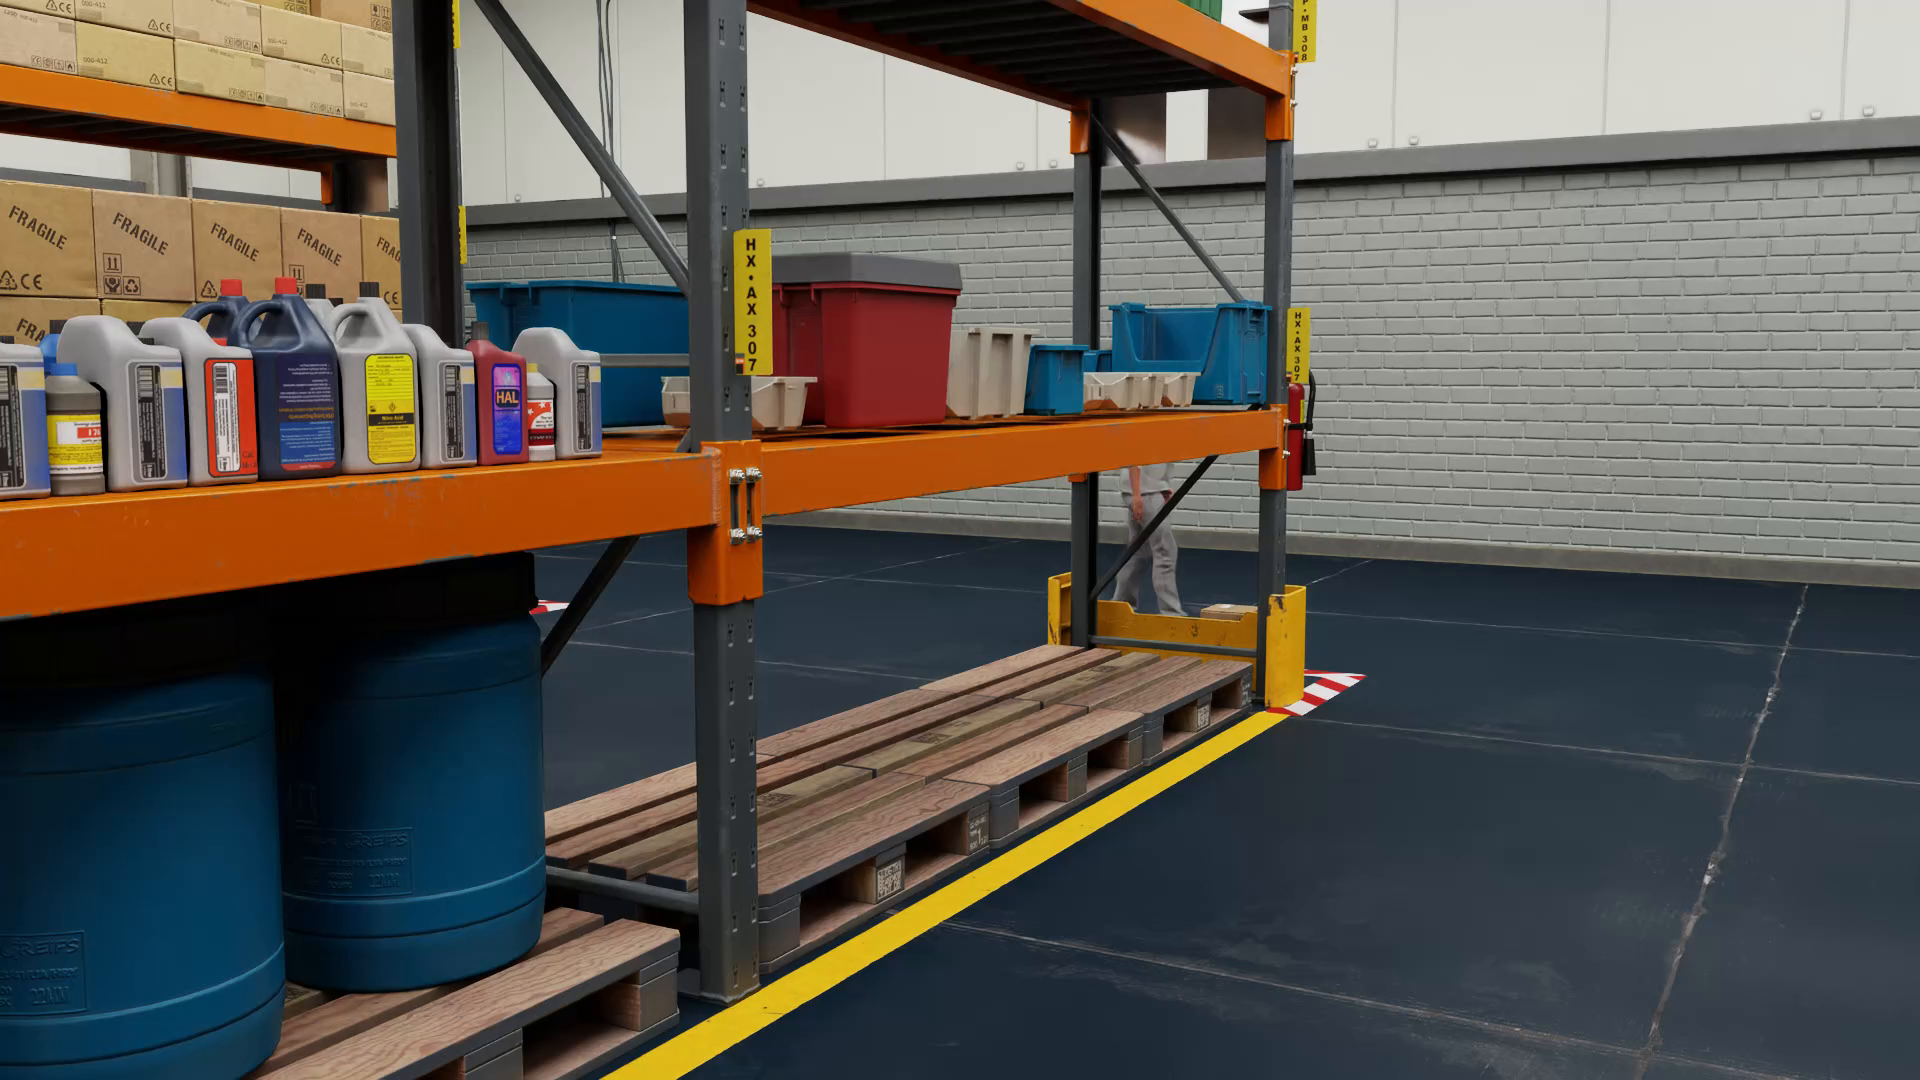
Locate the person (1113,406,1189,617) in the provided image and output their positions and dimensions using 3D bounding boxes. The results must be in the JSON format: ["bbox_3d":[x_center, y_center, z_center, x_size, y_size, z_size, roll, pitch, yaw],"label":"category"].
[{"bbox_3d":[1.093,-0.245,8.886,0.577,1.593,0.457,1,6,8],"label":"person"}]
